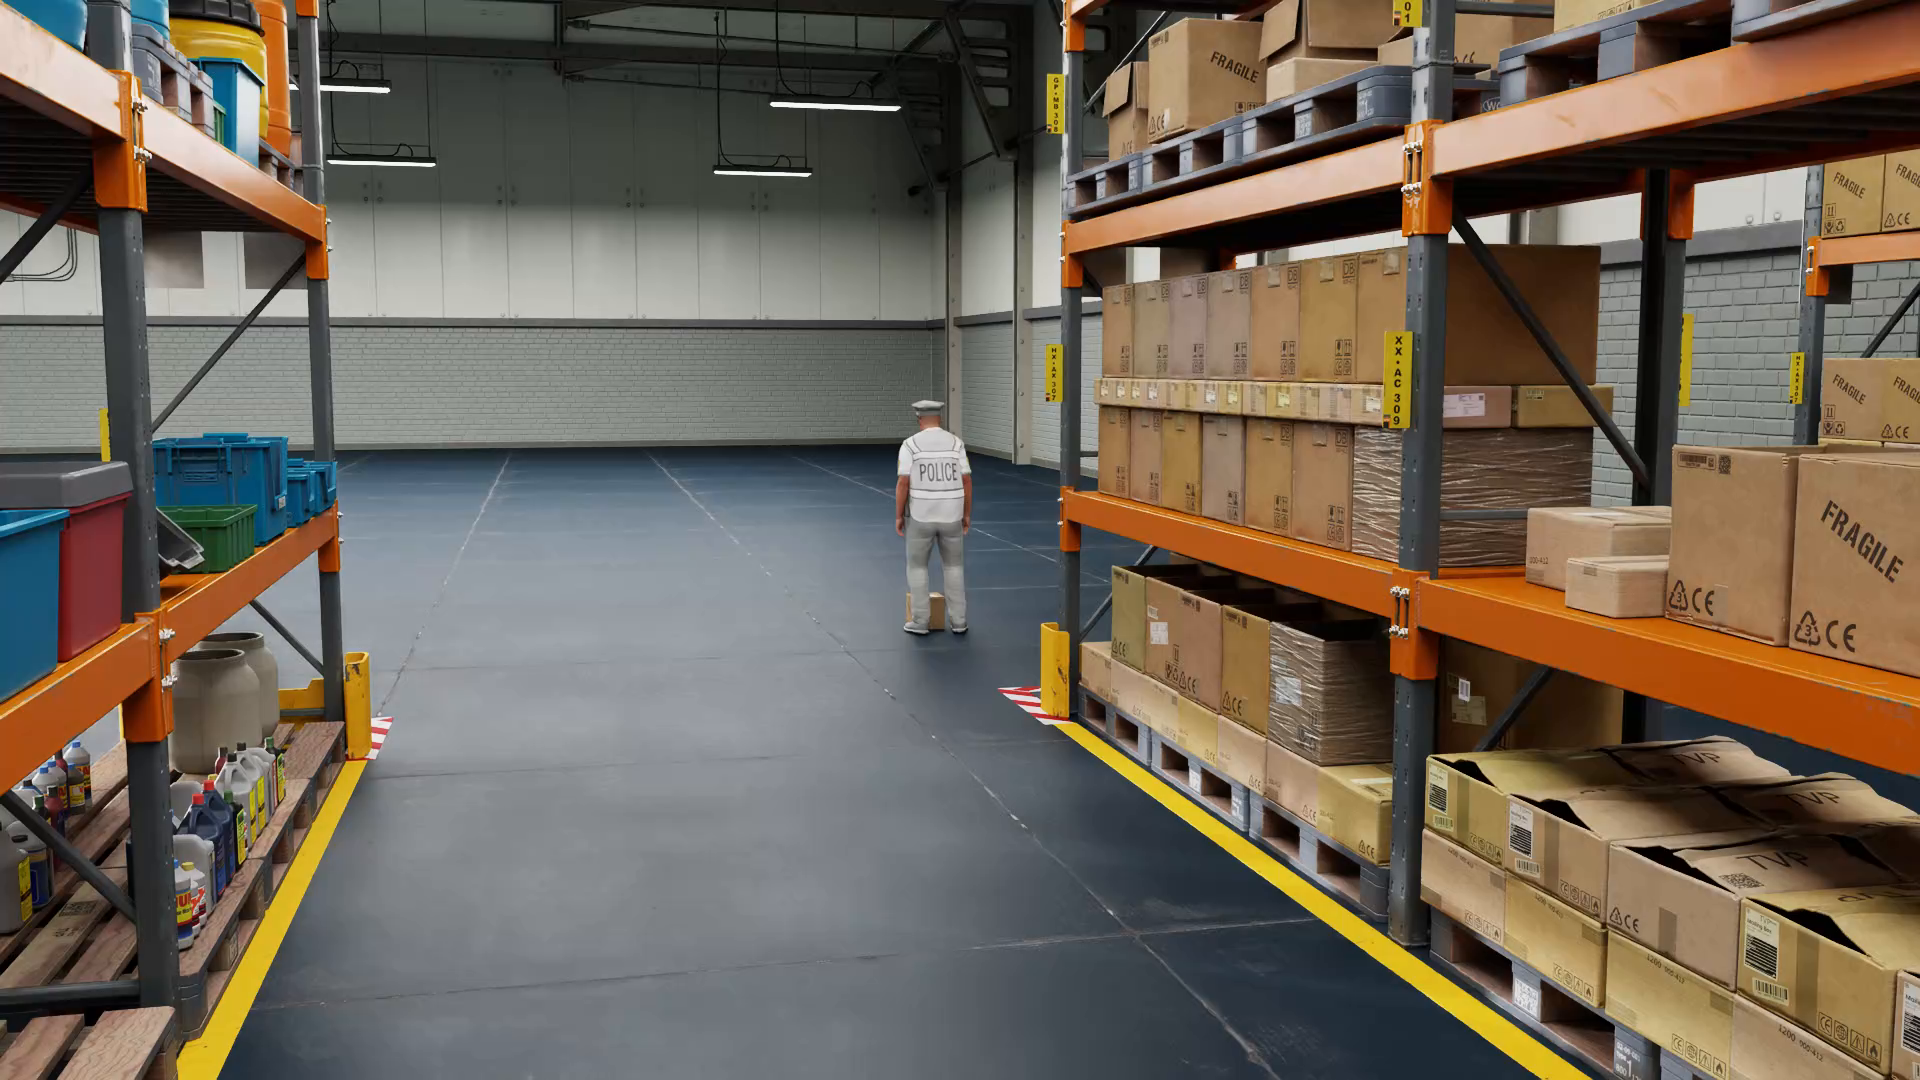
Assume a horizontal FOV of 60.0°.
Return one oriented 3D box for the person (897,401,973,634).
[{"bbox_3d":[-0.188,-0.169,12.497,0.586,1.748,0.439,-1,6,-13],"label":"person"}]
